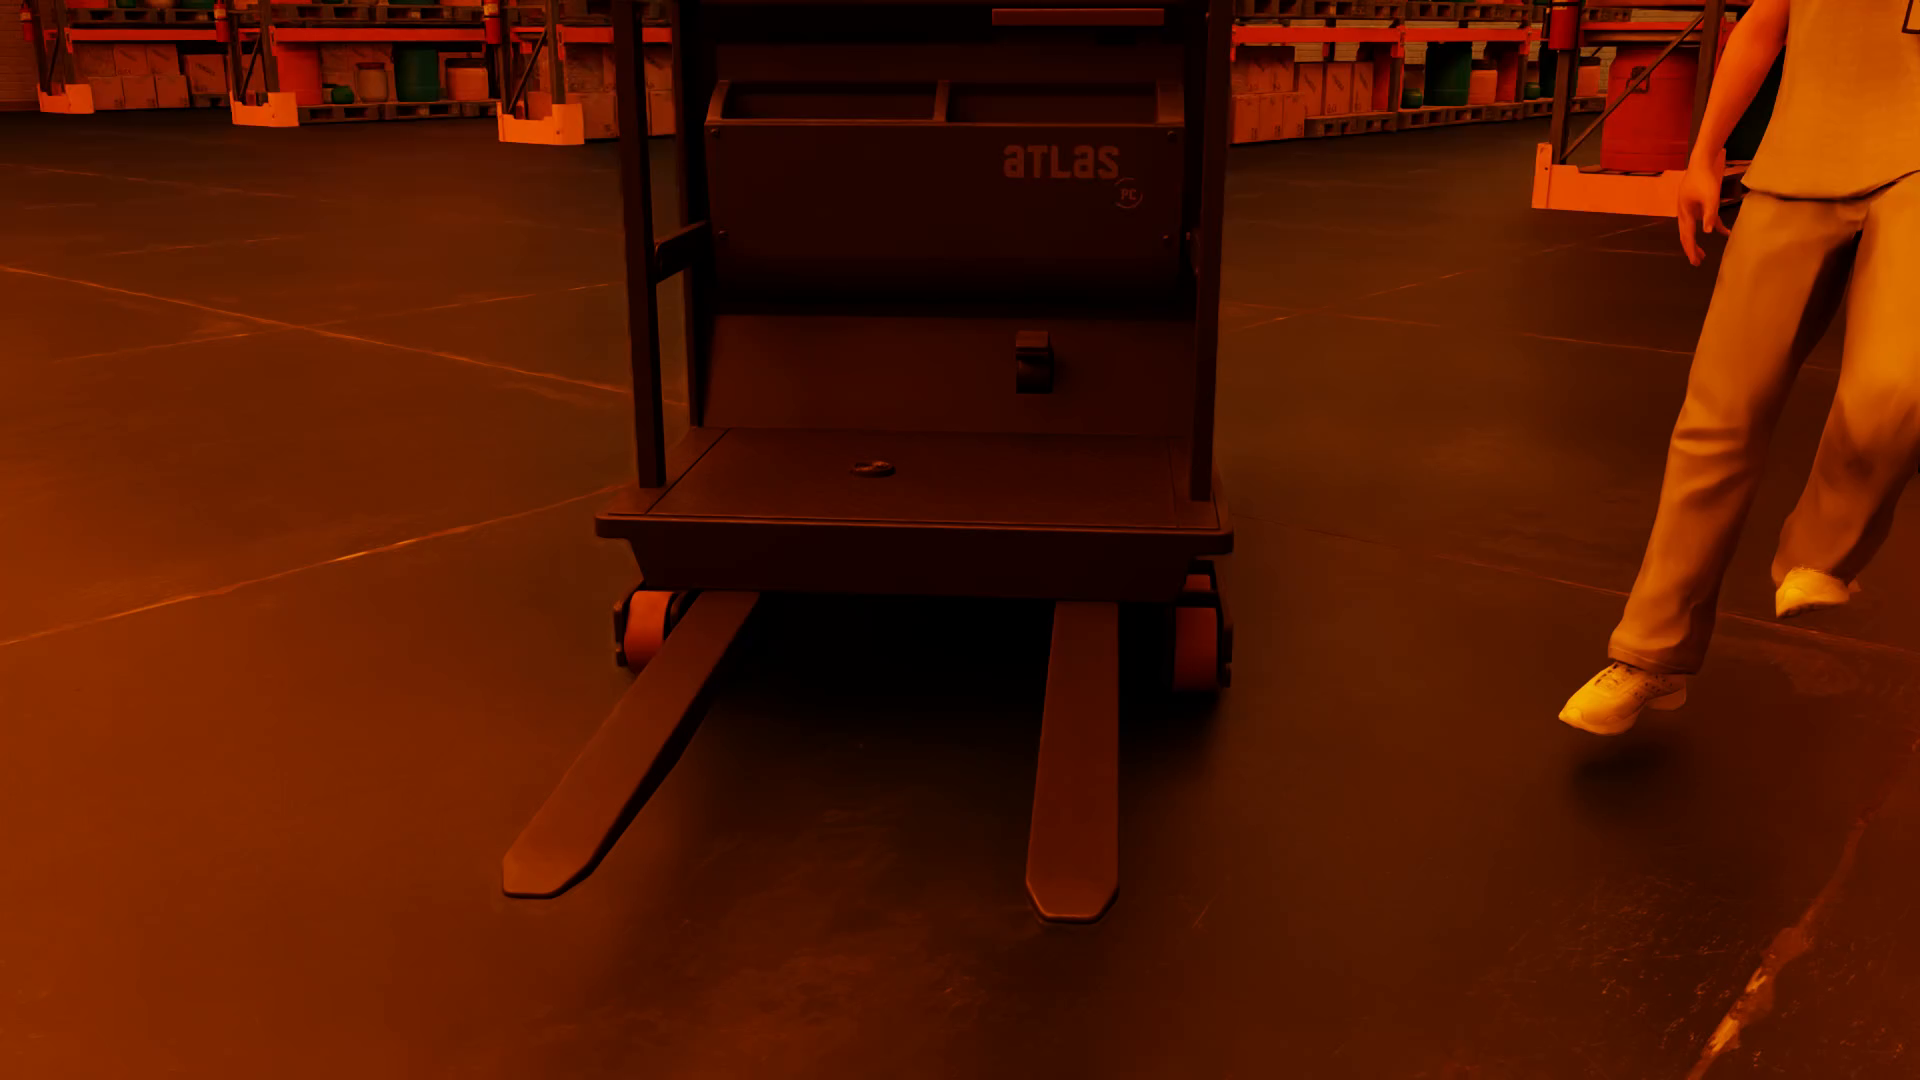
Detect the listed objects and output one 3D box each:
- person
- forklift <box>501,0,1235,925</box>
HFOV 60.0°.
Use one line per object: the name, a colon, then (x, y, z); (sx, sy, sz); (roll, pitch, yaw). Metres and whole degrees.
person: (1.347, -0.485, 2.515); (0.549, 1.662, 0.545); (14, 22, 38)
forklift: (-0.045, -1.222, 2.922); (1.130, 2.935, 3.031); (2, 17, 5)
